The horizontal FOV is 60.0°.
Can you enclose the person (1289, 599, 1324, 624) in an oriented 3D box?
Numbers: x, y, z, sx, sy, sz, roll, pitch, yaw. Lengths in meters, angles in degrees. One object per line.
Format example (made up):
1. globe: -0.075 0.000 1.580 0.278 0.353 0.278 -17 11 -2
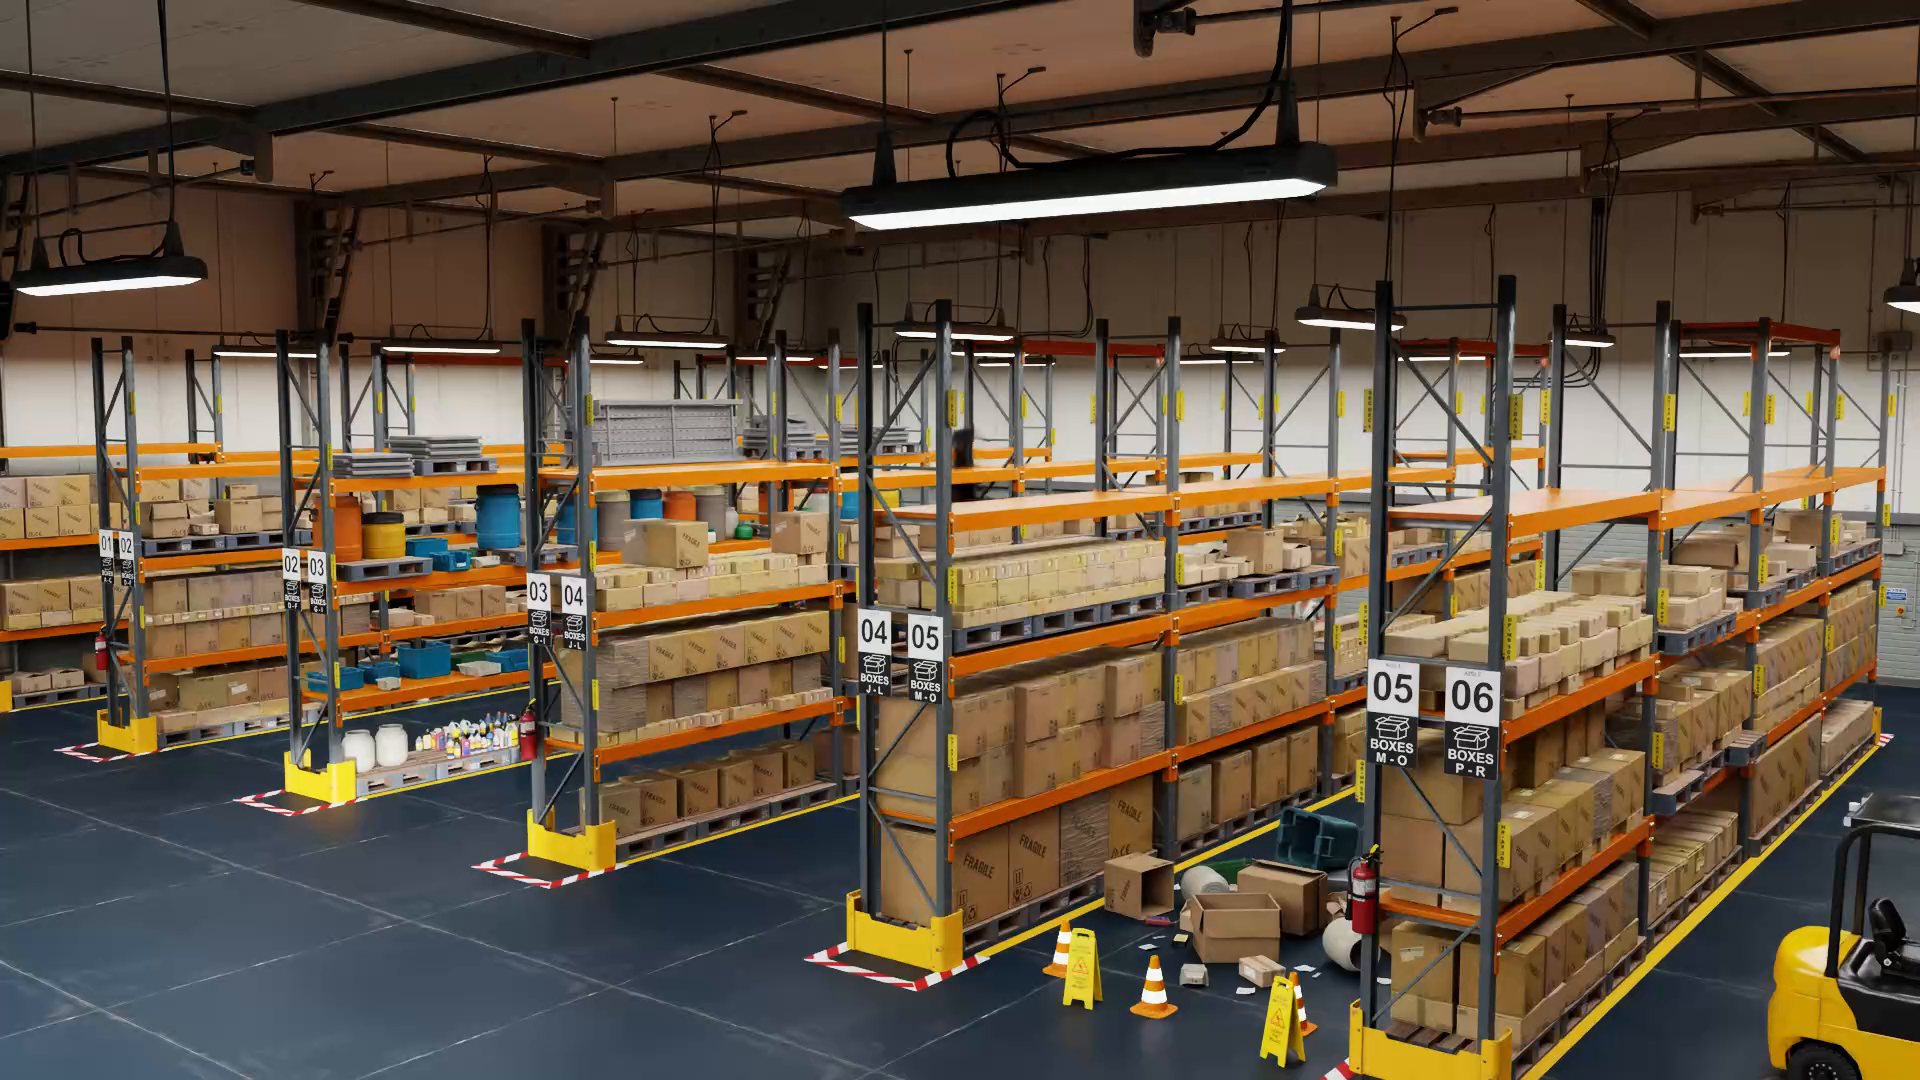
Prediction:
1. person: 6.167 1.697 29.689 0.669 1.770 0.823 3 6 33
